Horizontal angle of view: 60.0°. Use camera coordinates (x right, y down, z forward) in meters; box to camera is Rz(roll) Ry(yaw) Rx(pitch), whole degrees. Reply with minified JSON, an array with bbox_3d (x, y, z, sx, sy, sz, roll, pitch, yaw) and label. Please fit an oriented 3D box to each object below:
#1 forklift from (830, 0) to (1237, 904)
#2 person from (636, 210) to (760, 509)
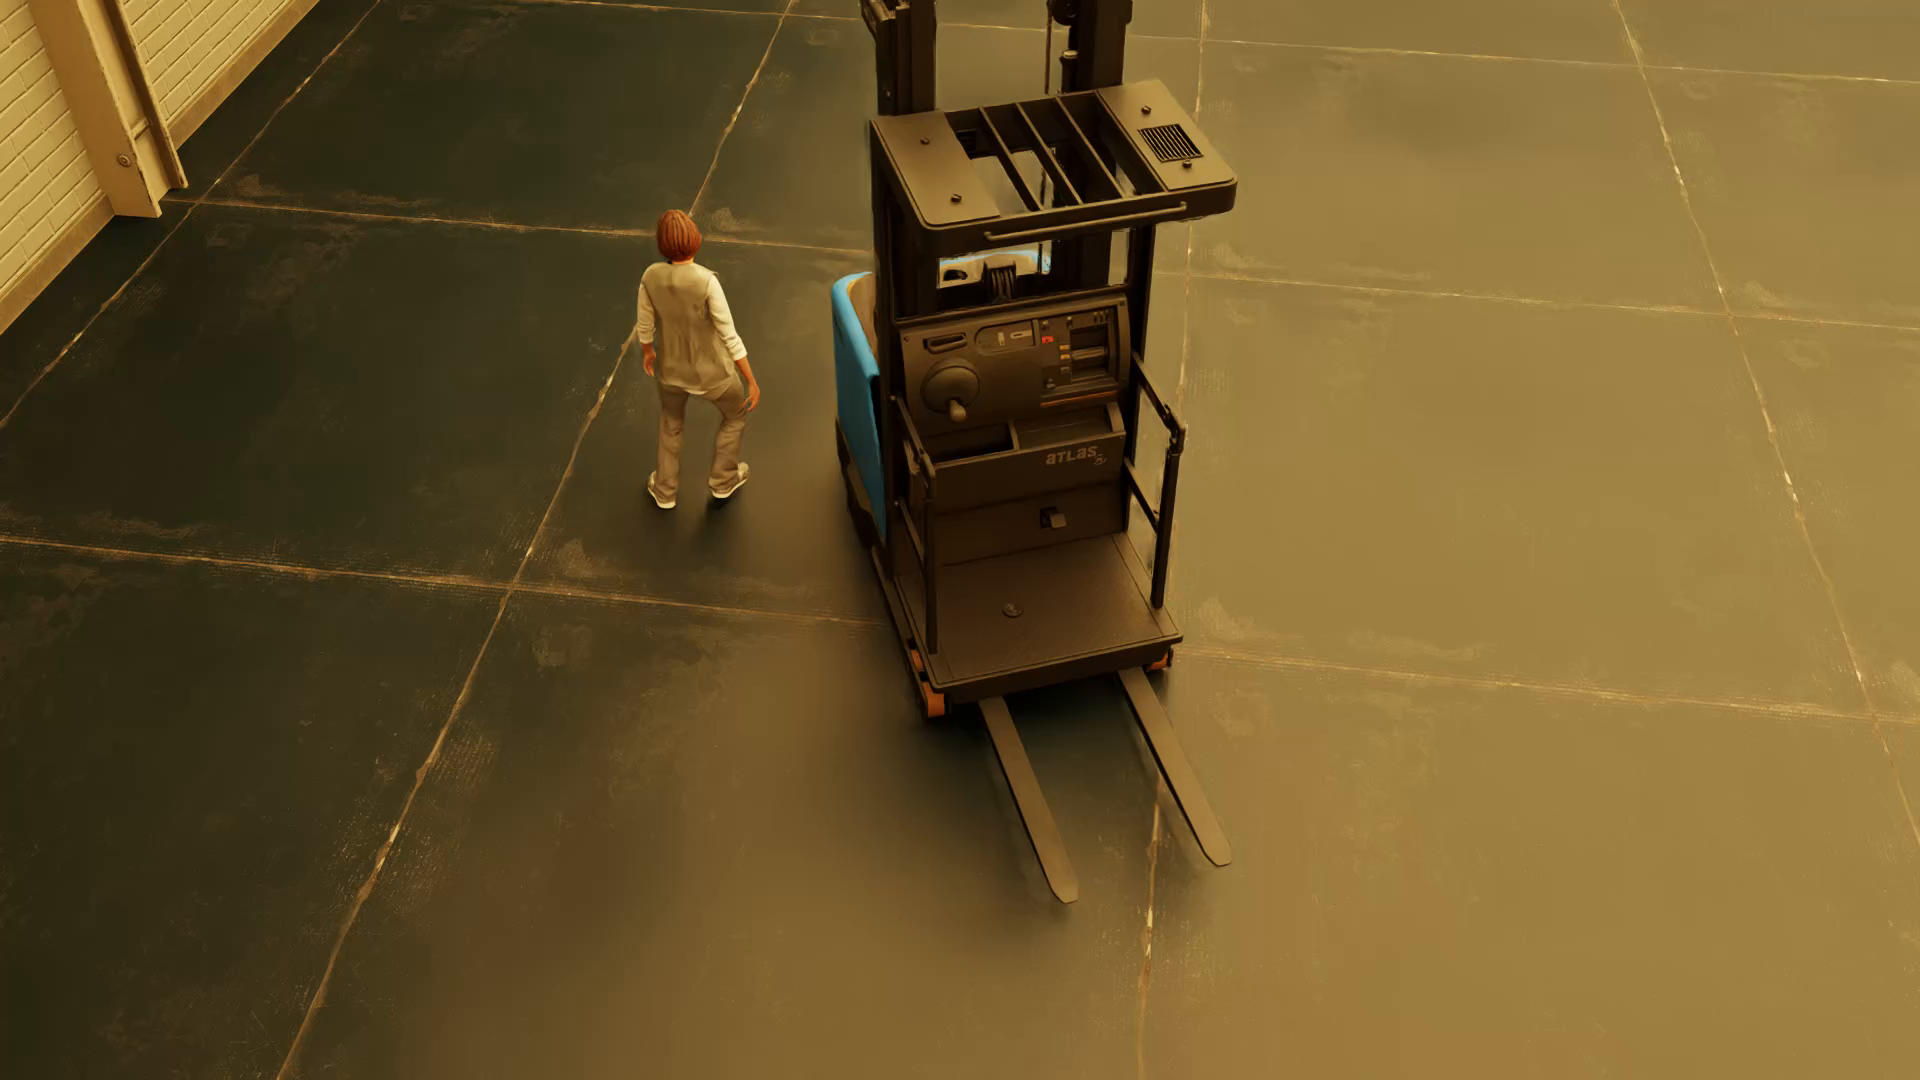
[{"bbox_3d":[0.285,-0.625,6.405,1.130,2.935,3.031,-11,44,-12],"label":"forklift"},{"bbox_3d":[-1.196,-0.800,7.621,0.686,1.552,0.429,13,44,13],"label":"person"}]
